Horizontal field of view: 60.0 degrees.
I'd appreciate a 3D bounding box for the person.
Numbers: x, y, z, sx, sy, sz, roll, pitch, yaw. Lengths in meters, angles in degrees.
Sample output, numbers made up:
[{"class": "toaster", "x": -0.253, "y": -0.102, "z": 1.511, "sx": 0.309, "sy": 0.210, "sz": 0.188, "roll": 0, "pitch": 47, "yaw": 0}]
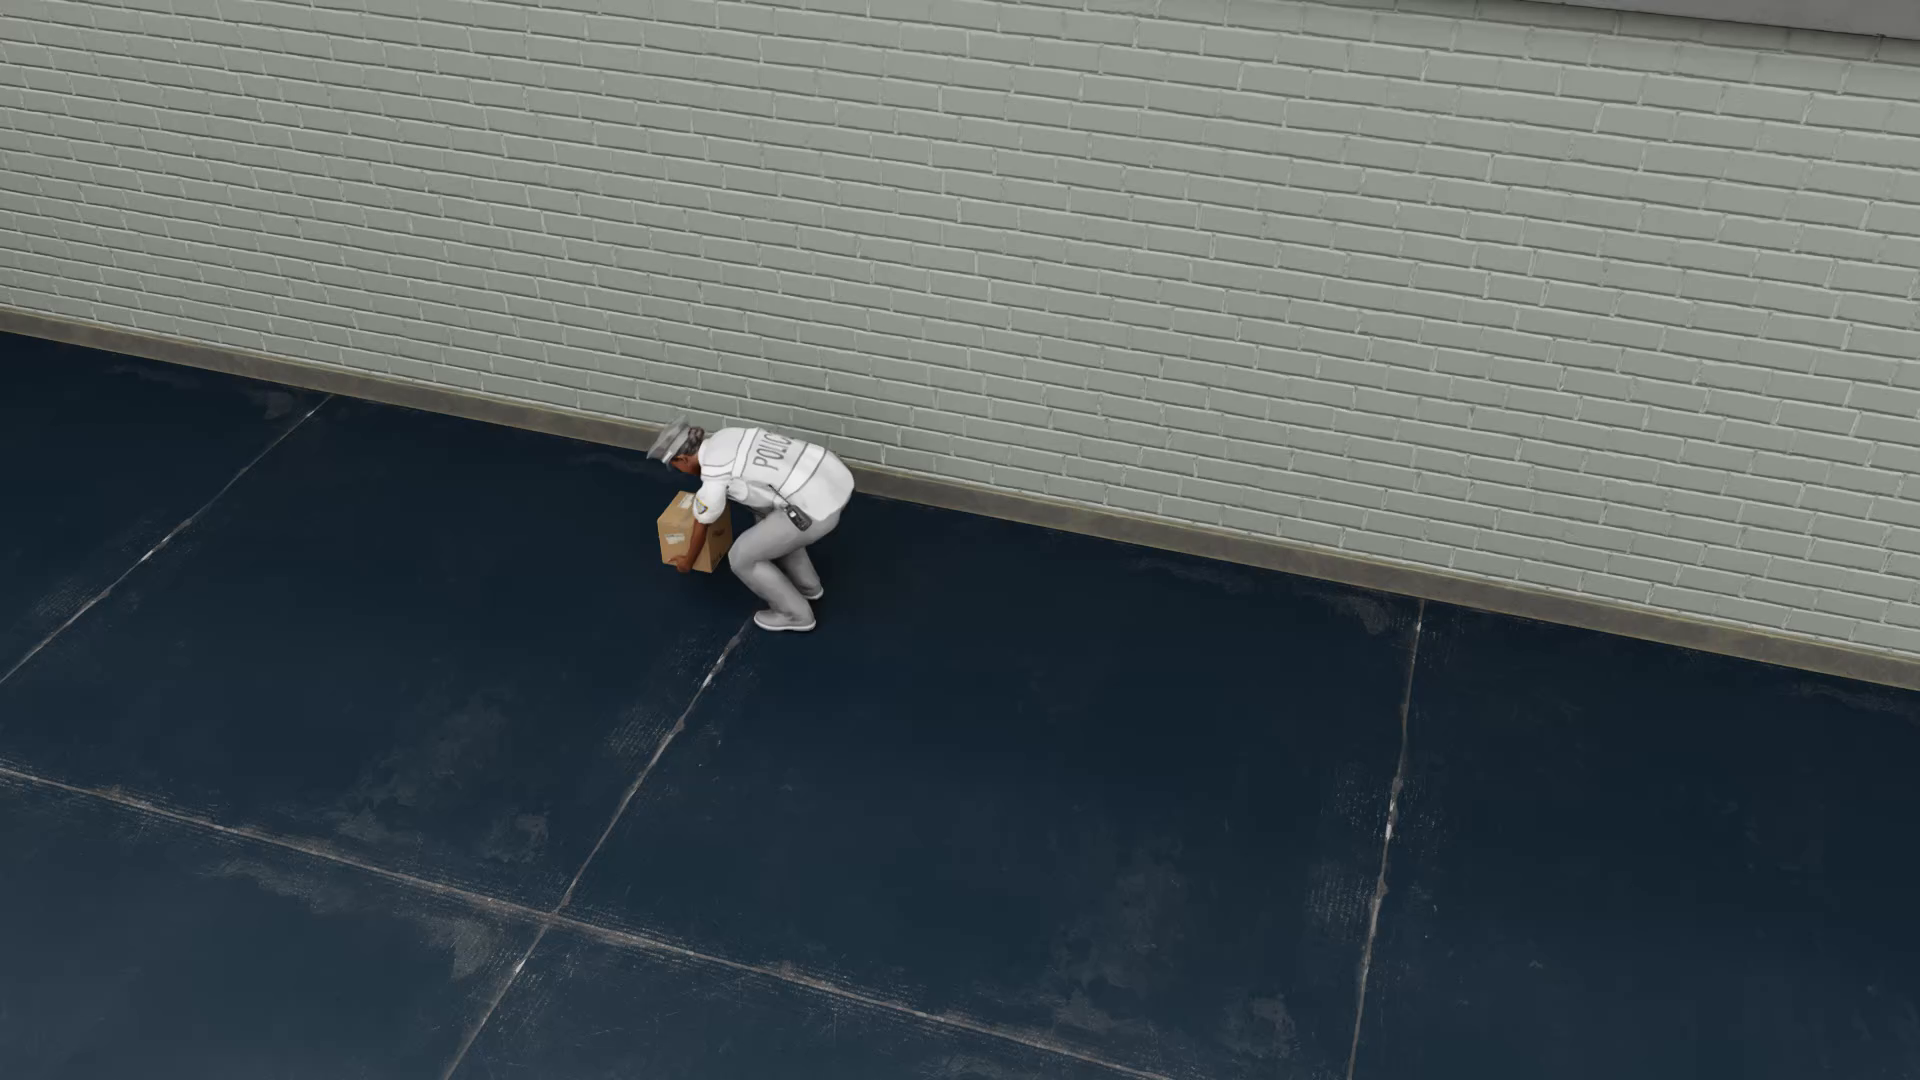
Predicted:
[{"class": "person", "x": -0.940, "y": -0.091, "z": 7.571, "sx": 0.927, "sy": 0.989, "sz": 0.463, "roll": 9, "pitch": 38, "yaw": 12}]
